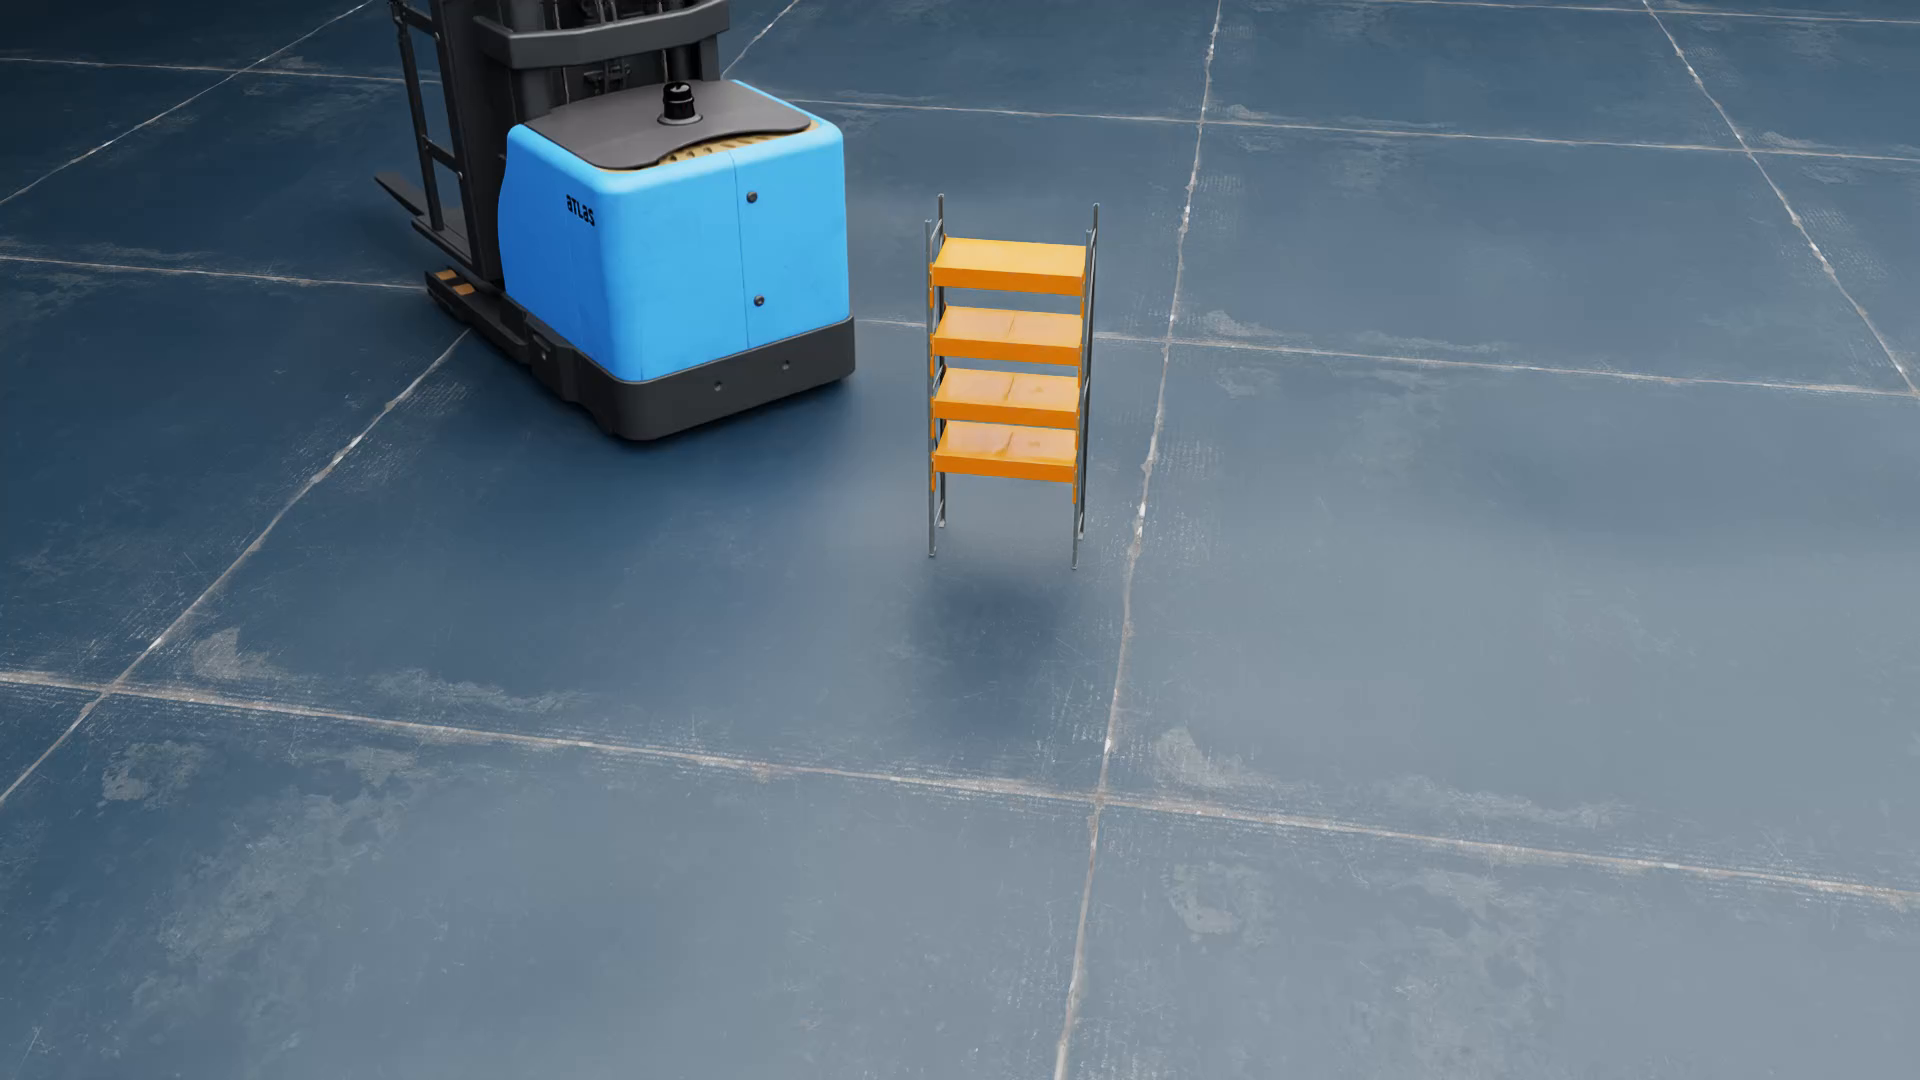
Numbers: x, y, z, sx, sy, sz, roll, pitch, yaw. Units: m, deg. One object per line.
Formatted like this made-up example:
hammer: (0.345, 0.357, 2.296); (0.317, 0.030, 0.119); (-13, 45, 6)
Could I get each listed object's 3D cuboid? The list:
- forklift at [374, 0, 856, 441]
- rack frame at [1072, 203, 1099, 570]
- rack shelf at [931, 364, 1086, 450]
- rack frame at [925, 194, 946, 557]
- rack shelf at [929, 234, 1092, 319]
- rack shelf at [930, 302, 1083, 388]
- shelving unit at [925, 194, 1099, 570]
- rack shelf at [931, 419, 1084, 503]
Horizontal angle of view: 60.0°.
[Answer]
forklift: (-1.714, -2.336, 6.719); (1.130, 2.935, 3.031); (-22, 38, -31)
rack frame: (0.404, -0.472, 5.373); (0.015, 1.200, 0.240); (5, 32, 8)
rack shelf: (0.163, -0.437, 5.444); (0.480, 0.148, 0.258); (5, 32, 8)
rack frame: (-0.077, -0.516, 5.443); (0.015, 1.200, 0.240); (5, 32, 8)
rack shelf: (0.163, -0.827, 5.200); (0.480, 0.148, 0.258); (5, 32, 8)
rack shelf: (0.163, -0.626, 5.325); (0.480, 0.148, 0.258); (5, 32, 8)
shelving unit: (0.163, -0.494, 5.408); (0.503, 1.200, 0.258); (5, 32, 8)
rack shelf: (0.163, -0.268, 5.549); (0.480, 0.148, 0.258); (5, 32, 8)
